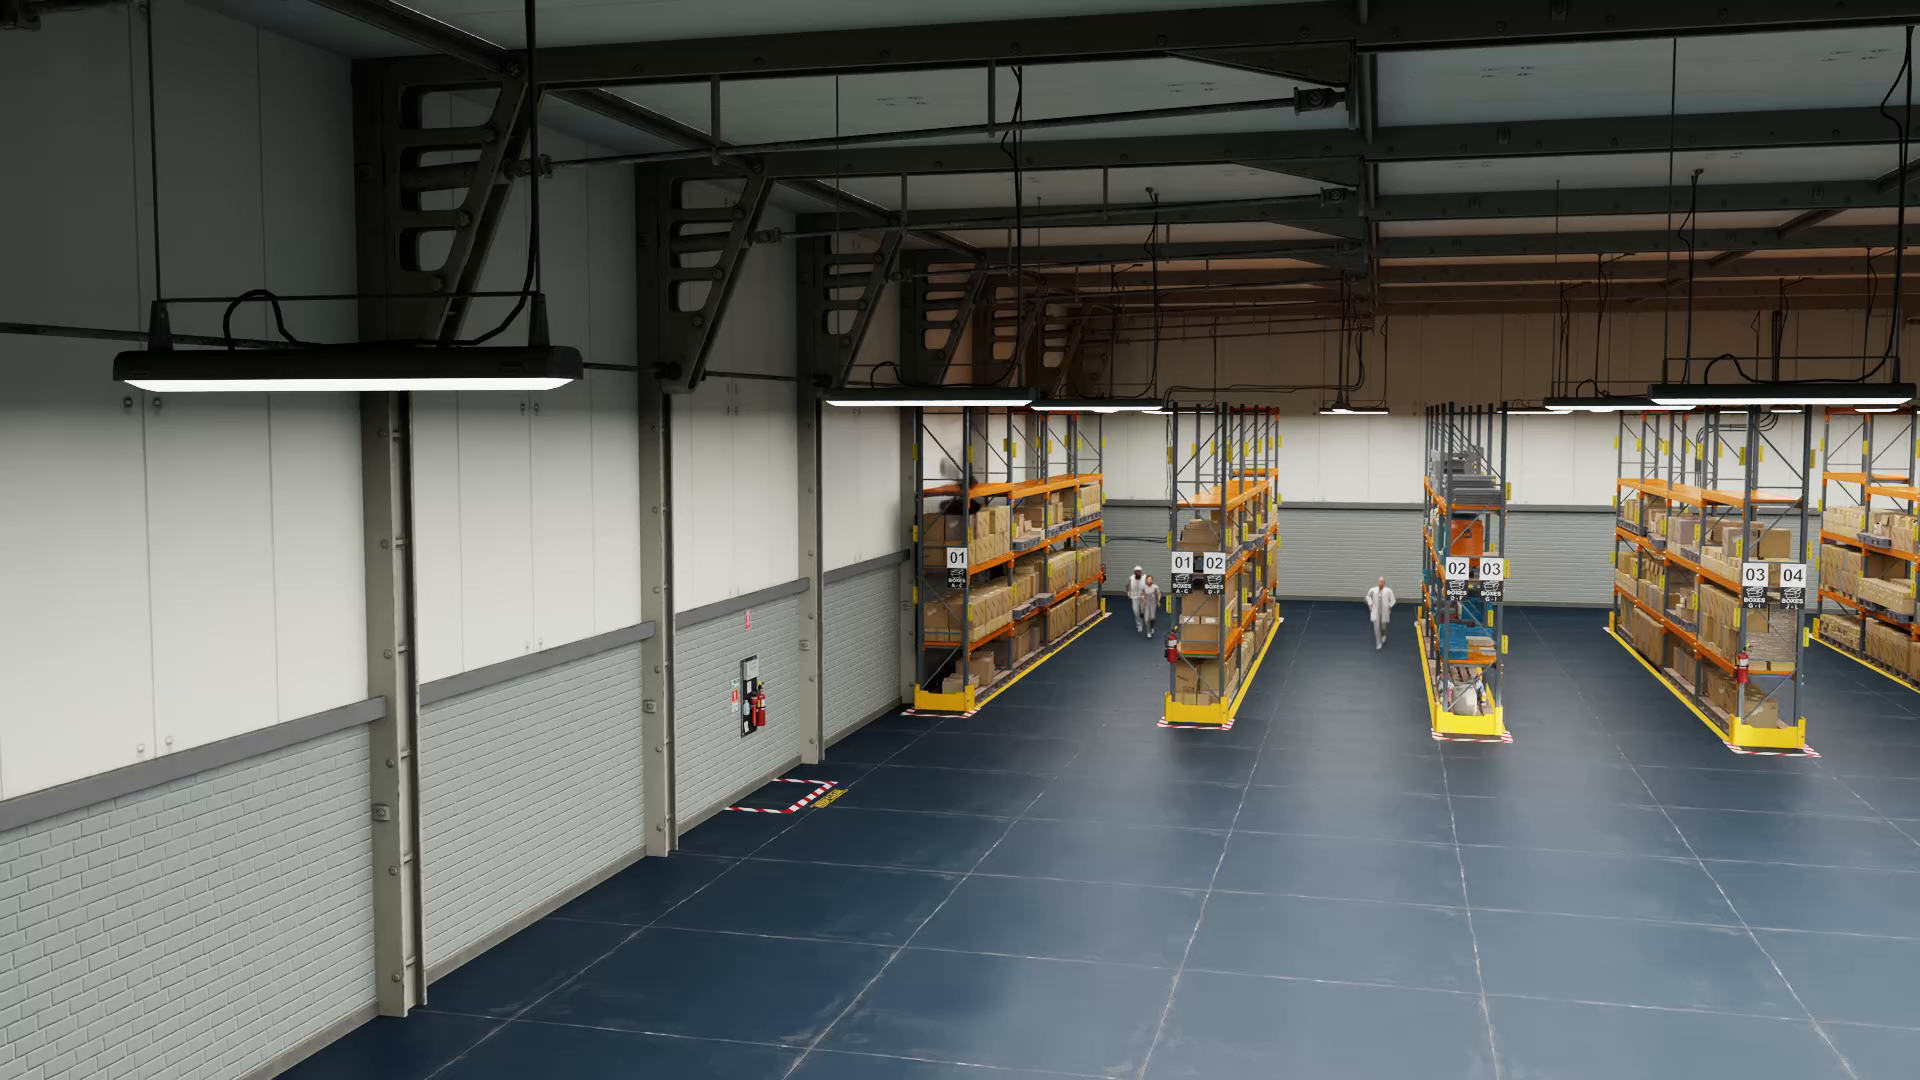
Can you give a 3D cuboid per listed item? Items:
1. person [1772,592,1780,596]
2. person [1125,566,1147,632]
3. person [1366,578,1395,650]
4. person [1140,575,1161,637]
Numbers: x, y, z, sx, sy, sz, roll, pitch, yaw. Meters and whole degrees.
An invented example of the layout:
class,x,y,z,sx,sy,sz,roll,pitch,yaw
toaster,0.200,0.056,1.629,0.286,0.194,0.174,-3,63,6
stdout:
class,x,y,z,sx,sy,sz,roll,pitch,yaw
person,20.964,1.670,42.897,0.704,1.785,0.959,1,4,11
person,4.778,1.570,44.570,0.705,1.749,0.752,1,4,8
person,10.436,1.811,41.299,0.711,1.765,0.880,1,4,18
person,4.937,1.719,43.191,0.544,1.624,0.636,1,4,9
